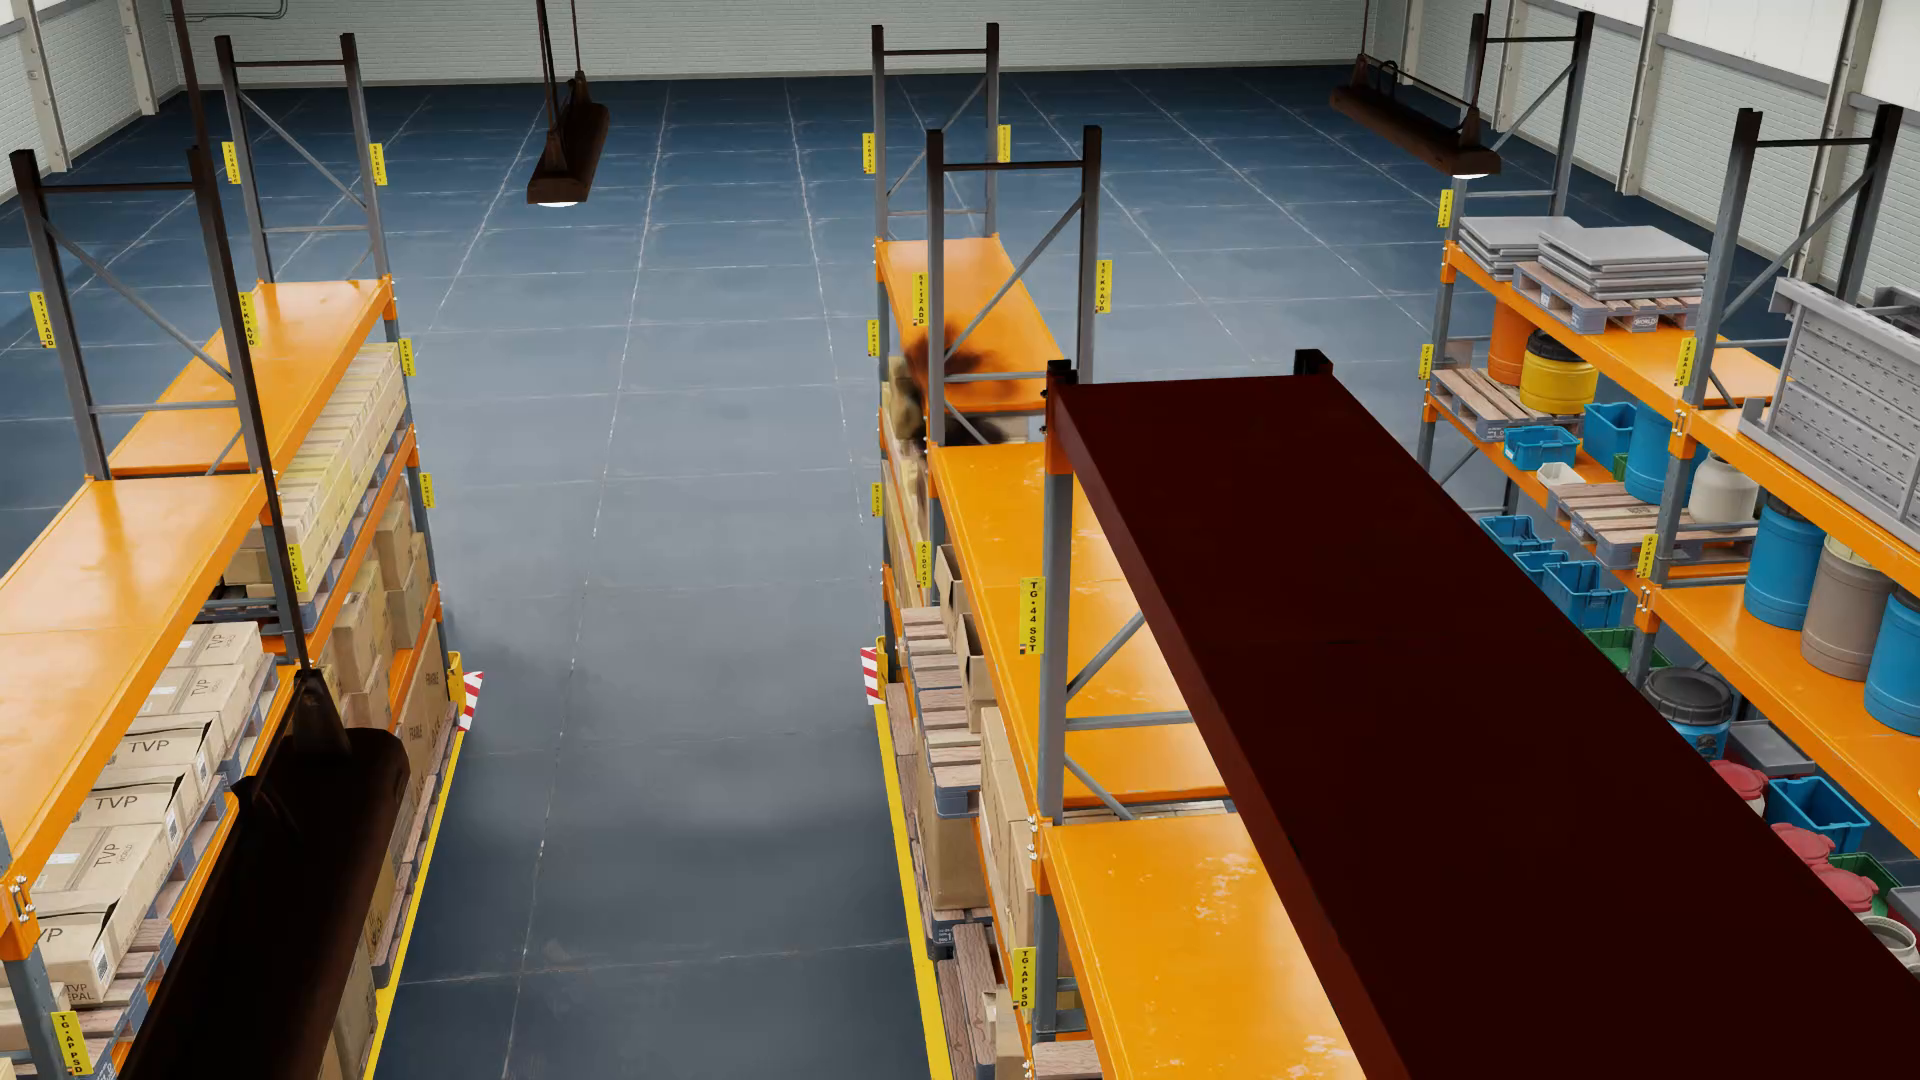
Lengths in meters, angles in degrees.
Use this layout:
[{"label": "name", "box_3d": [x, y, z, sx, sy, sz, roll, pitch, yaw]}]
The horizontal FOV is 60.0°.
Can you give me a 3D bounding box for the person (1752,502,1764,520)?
[{"label": "person", "box_3d": [8.625, -0.750, 18.081, 0.707, 1.747, 0.741, 12, 28, 23]}]
